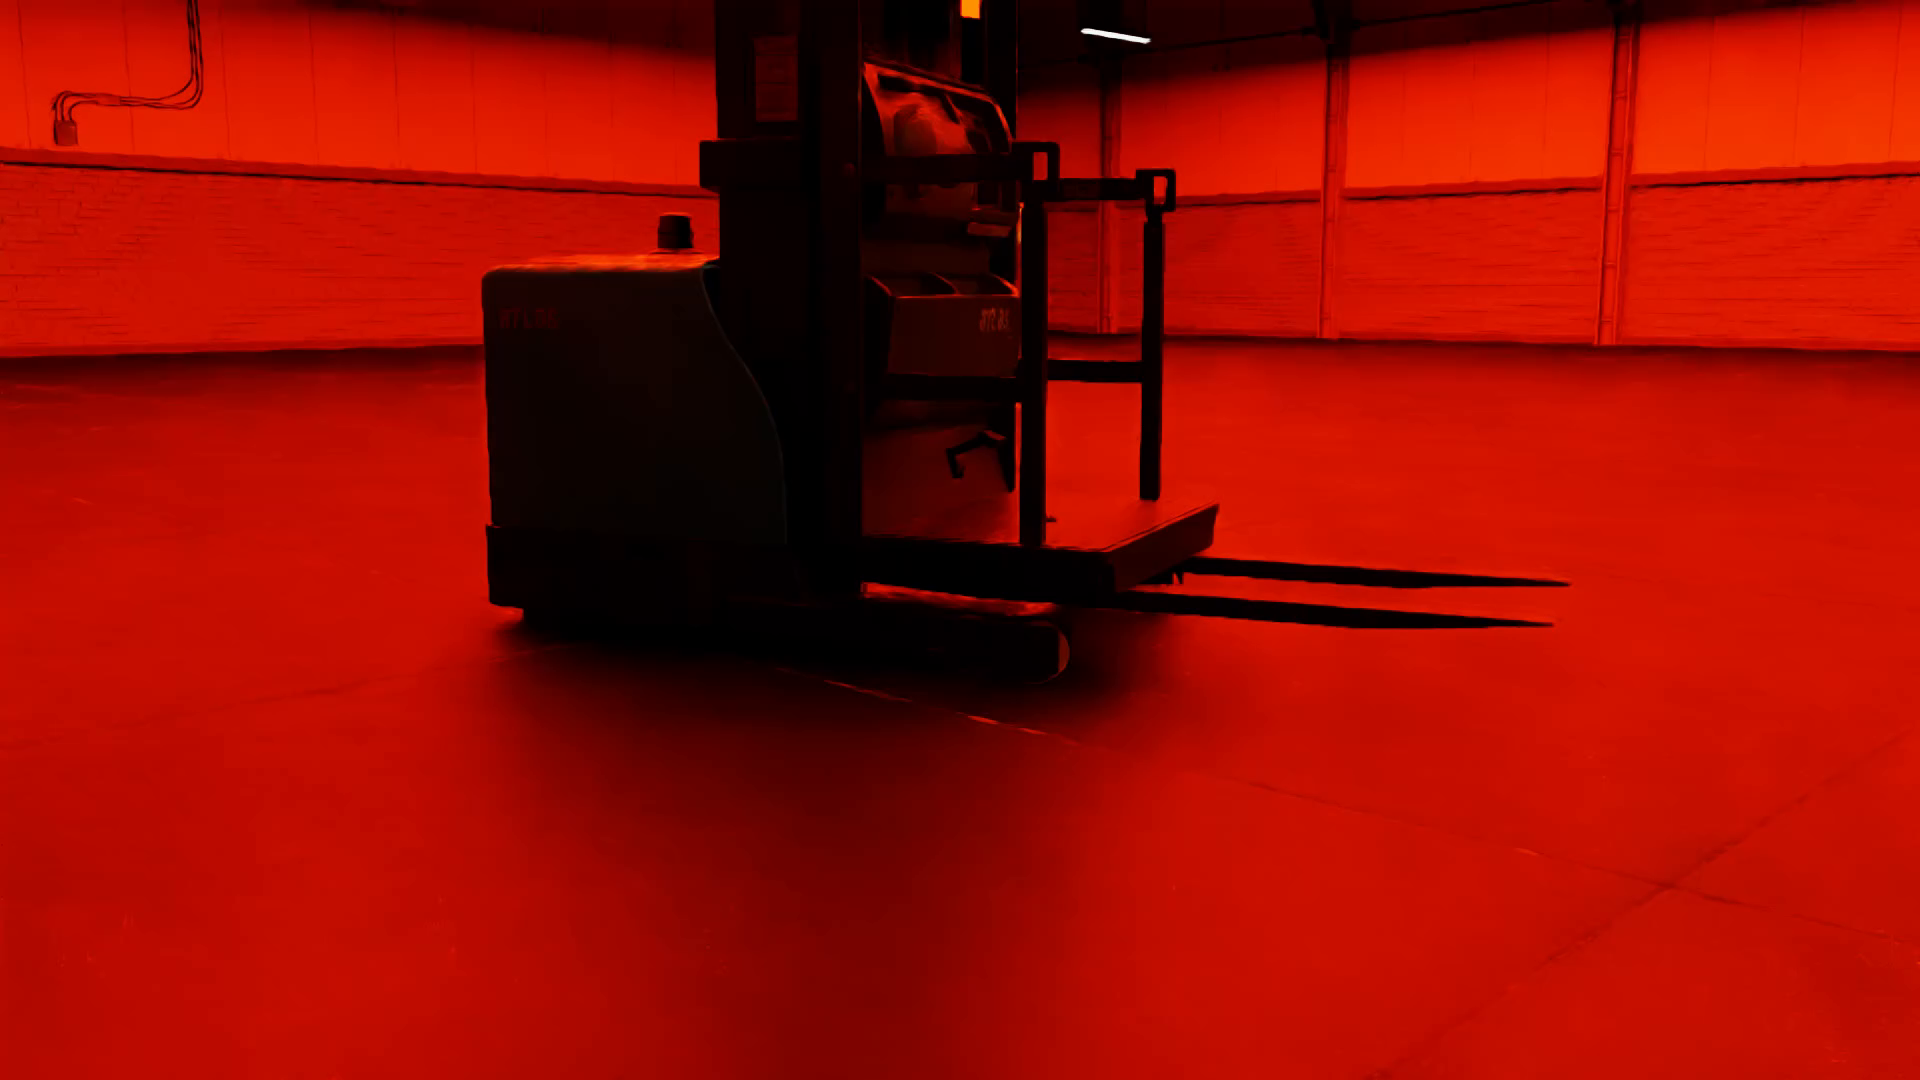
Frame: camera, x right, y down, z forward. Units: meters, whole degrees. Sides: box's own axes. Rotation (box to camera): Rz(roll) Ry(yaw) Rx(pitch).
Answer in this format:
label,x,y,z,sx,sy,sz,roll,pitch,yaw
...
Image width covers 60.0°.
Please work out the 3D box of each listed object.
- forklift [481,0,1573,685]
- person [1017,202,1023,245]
label,x,y,z,sx,sy,sz,roll,pitch,yaw
forklift,0.144,-1.168,4.631,3.031,2.935,1.130,4,9,24
person,-0.010,-0.875,6.594,0.367,1.771,0.559,8,12,43
